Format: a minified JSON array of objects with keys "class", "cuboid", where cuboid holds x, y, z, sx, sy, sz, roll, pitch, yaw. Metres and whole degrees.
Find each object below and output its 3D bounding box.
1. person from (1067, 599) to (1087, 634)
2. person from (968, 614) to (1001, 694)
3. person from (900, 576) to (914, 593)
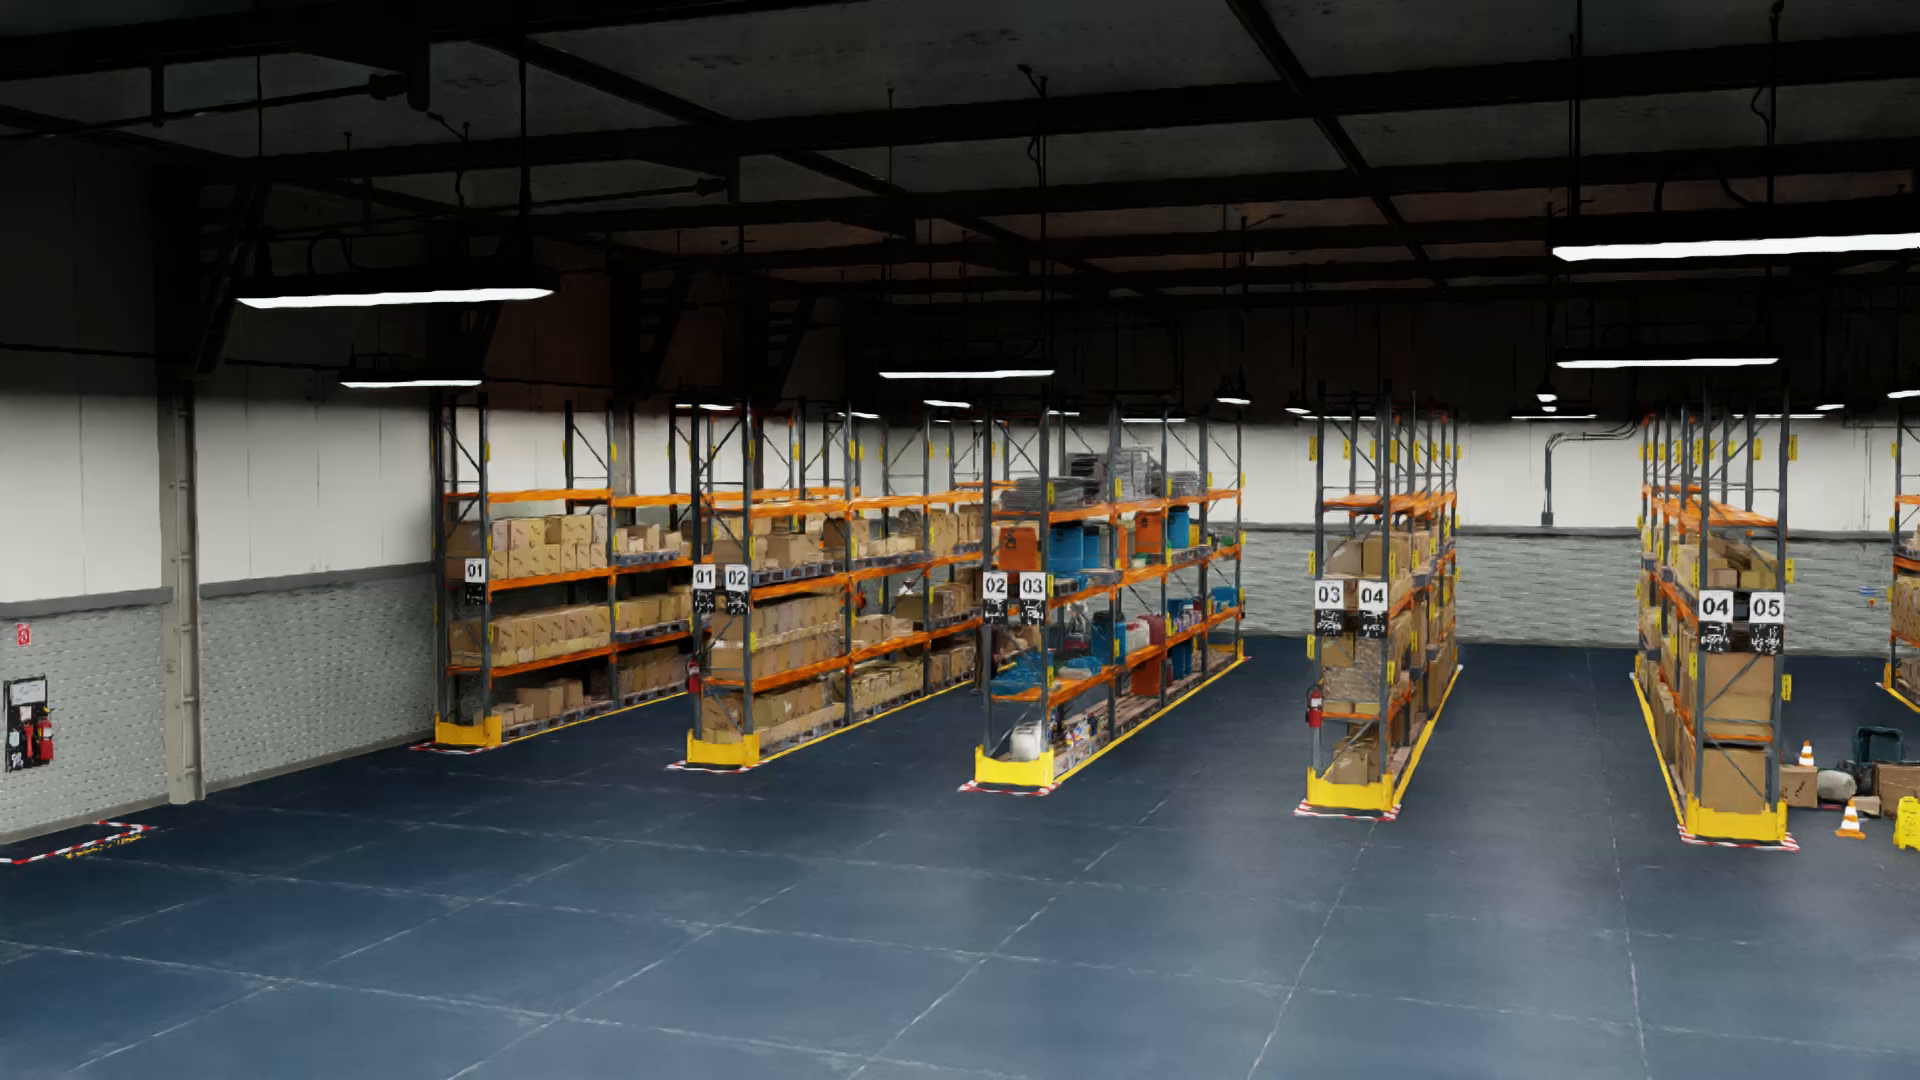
[{"class":"person","cuboid":[3.019,1.958,42.633,0.572,1.530,0.768,0,3,0]},{"class":"person","cuboid":[0.555,2.301,34.334,0.589,1.697,1.175,1,3,18]},{"class":"person","cuboid":[-1.375,1.797,44.327,0.687,1.672,0.523,-2,4,-37]}]
